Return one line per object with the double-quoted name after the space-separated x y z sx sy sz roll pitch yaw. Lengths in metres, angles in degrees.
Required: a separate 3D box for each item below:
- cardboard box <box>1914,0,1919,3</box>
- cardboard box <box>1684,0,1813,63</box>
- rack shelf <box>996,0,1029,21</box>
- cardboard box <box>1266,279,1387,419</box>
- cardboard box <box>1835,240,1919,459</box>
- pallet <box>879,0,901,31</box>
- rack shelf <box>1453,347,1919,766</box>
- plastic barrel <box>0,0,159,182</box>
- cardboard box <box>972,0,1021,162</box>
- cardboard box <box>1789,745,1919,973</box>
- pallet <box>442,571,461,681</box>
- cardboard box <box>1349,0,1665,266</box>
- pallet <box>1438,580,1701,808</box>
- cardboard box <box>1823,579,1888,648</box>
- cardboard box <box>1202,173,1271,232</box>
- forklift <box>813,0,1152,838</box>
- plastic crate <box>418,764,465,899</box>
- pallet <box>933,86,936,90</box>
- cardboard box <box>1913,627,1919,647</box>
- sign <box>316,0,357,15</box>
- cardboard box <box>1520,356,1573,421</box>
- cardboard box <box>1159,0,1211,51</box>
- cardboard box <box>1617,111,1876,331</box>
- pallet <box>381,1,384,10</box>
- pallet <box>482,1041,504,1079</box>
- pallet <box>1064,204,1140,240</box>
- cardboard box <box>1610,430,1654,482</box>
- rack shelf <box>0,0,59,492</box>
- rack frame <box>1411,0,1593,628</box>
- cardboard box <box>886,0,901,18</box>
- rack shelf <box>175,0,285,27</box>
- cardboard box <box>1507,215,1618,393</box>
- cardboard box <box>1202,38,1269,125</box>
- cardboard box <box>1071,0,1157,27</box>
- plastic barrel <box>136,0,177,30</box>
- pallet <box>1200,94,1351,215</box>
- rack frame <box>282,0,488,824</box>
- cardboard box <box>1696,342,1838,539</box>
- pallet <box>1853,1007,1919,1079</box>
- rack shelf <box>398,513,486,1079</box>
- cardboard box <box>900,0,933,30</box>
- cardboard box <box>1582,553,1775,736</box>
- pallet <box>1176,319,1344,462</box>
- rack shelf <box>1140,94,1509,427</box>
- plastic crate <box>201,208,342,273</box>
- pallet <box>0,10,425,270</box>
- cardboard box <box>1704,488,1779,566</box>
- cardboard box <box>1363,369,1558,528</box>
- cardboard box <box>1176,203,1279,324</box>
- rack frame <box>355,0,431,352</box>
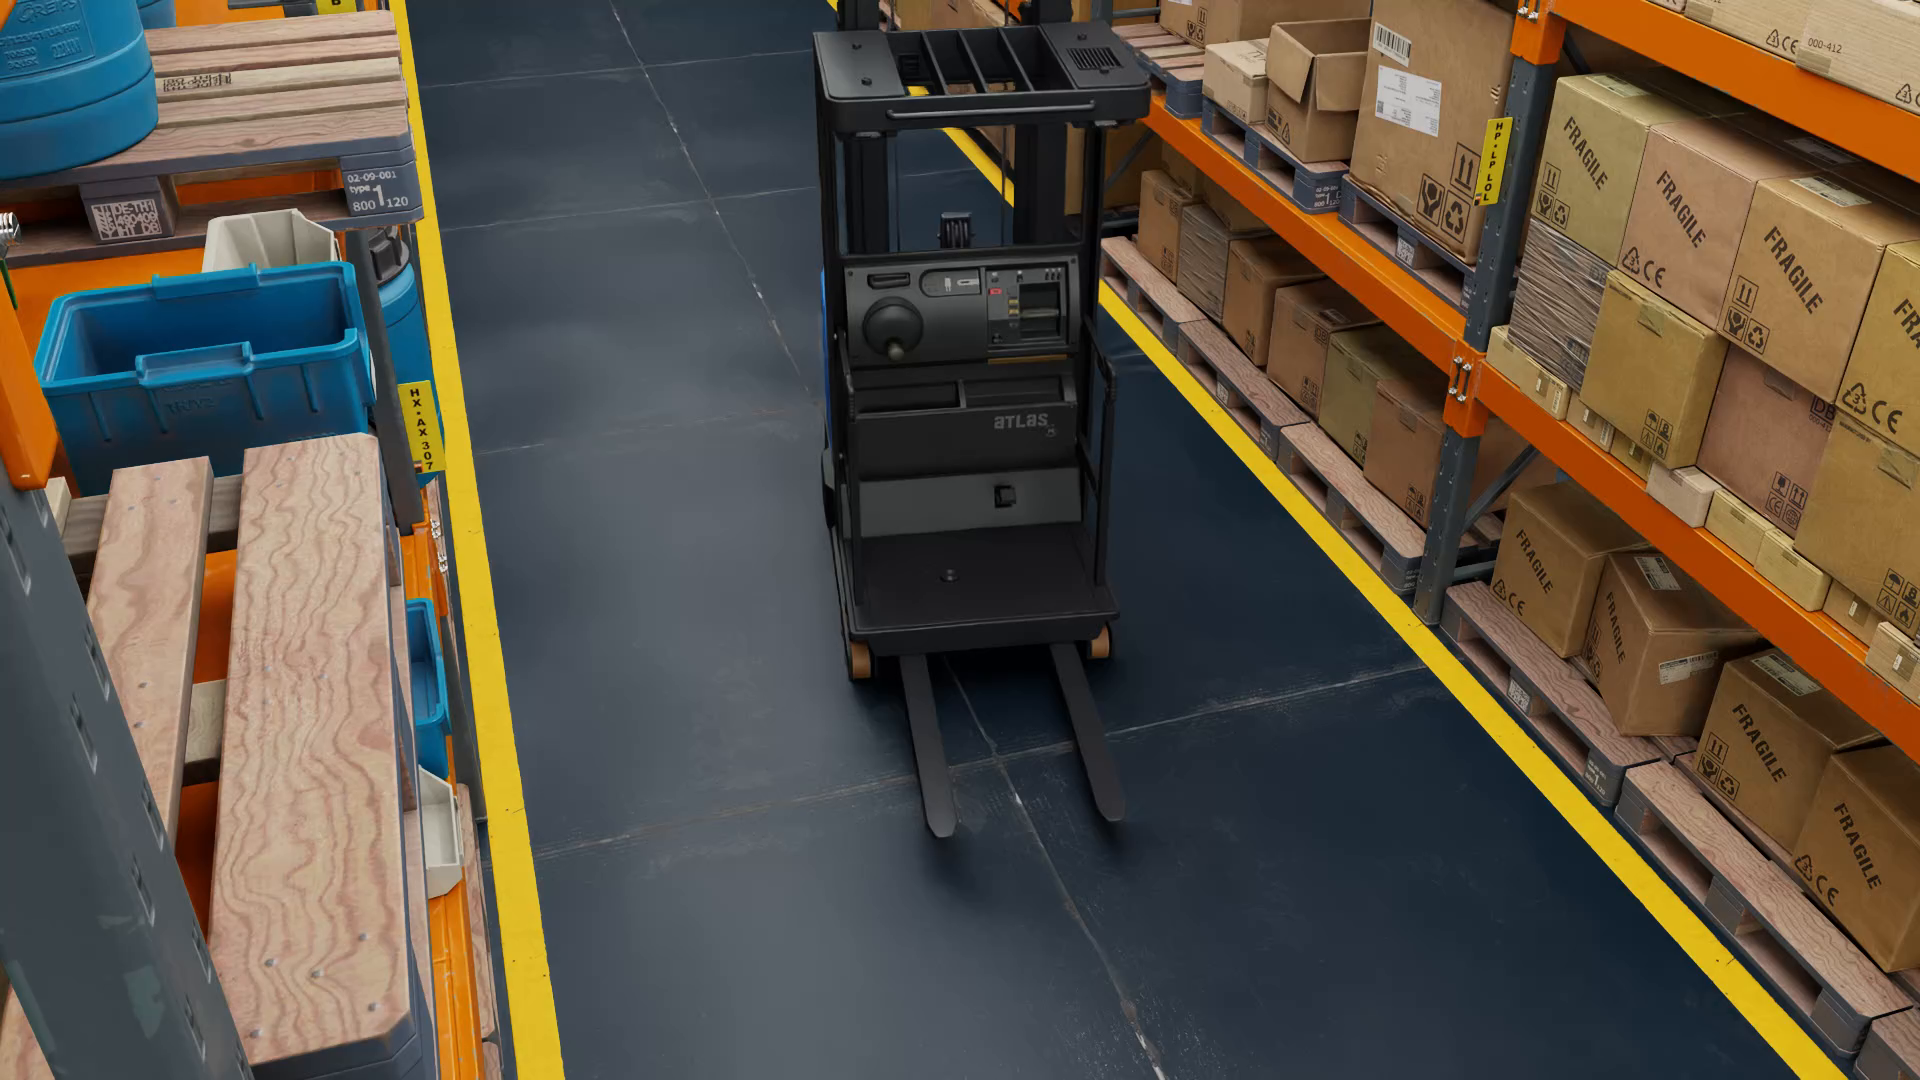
2.709 -1.444 4.268 0.380 0.149 0.250 -11 35 -16 "cardboard box"
2.530 -1.622 4.899 0.500 0.250 0.500 -10 35 -15 "cardboard box"
0.640 -3.840 11.492 1.077 0.370 4.000 -10 35 -15 "rack shelf"
2.005 -1.003 8.416 0.700 0.500 0.500 -13 36 -19 "cardboard box"
2.834 -0.508 4.530 0.500 0.500 0.500 -10 35 -15 "cardboard box"
-0.127 -4.439 14.276 1.003 0.211 1.213 -10 35 -15 "pallet"
3.080 0.361 5.136 1.077 0.370 4.000 -10 35 -15 "rack shelf"
-2.045 -1.252 3.367 0.600 0.901 0.708 -10 35 -15 "plastic barrel"
0.795 -3.213 11.439 1.225 0.875 0.875 -10 35 -15 "cardboard box"
3.128 1.008 5.391 0.500 0.500 0.500 -7 34 -10 "cardboard box"
-2.523 0.601 6.649 1.003 0.211 1.213 -10 35 -15 "pallet"
2.361 -1.856 6.912 1.000 1.000 1.000 -10 35 -14 "cardboard box"
2.709 0.521 6.771 1.003 0.211 1.213 -10 35 -15 "pallet"
2.839 0.188 4.973 0.380 0.149 0.250 -10 35 -15 "cardboard box"
1.655 -1.920 9.122 0.500 0.250 0.500 -6 34 -9 "cardboard box"
0.045 -0.855 6.385 1.130 2.935 3.031 -4 34 -6 "forklift"
-1.510 0.763 4.113 0.530 0.136 0.437 -10 35 -15 "plastic crate"
0.337 -3.634 13.058 1.003 0.211 1.213 -10 35 -15 "pallet"
3.171 0.139 4.458 0.875 0.500 0.500 -10 35 -15 "cardboard box"
-1.719 -1.498 4.568 0.100 0.325 0.005 -10 35 -15 "sign"
2.313 -0.588 6.147 0.380 0.149 0.250 -10 35 -15 "cardboard box"
1.453 -3.030 9.143 0.500 0.500 0.500 -14 36 -21 "cardboard box"
2.519 -1.031 5.322 0.500 0.500 0.500 -10 35 -15 "cardboard box"
-5.324 -4.215 13.937 1.003 0.211 1.213 -10 35 -15 "pallet"
-1.706 2.008 4.520 1.003 0.211 1.213 -10 35 -15 "pallet"
1.081 -2.353 11.119 1.003 0.211 1.213 -10 35 -15 "pallet"
2.501 -0.332 5.759 0.380 0.149 0.250 -10 35 -15 "cardboard box"
-1.637 -1.142 2.332 1.077 0.370 4.000 -10 35 -15 "rack shelf"
2.470 -0.990 6.527 1.000 3.000 0.127 -10 35 -15 "rack frame"
-0.095 -4.838 13.898 0.875 0.875 0.875 -10 35 -15 "cardboard box"
-2.857 -2.158 6.227 1.077 0.370 4.000 -10 35 -15 "rack shelf"
2.549 -0.909 6.044 0.875 0.500 0.500 -10 35 -15 "cardboard box"
1.542 -2.284 8.240 0.500 0.250 0.500 -11 35 -16 "cardboard box"
0.864 -3.349 10.006 0.500 0.500 0.500 -9 35 -13 "cardboard box"
-2.608 -1.848 4.650 0.600 0.901 0.708 -10 35 -15 "plastic barrel"
1.893 -1.977 8.195 1.003 0.211 1.213 -10 35 -15 "pallet"
-2.247 -0.157 5.266 1.000 3.000 0.127 -10 35 -15 "rack frame"
2.916 -0.395 5.266 0.875 0.500 0.500 -10 35 -15 "cardboard box"
3.453 1.802 4.832 1.003 0.211 1.213 -10 35 -15 "pallet"
-1.637 1.194 3.875 1.077 0.370 4.000 -10 35 -15 "rack shelf"
0.244 -4.146 12.850 1.225 0.875 0.875 -10 35 -15 "cardboard box"
2.736 0.394 6.319 0.500 0.500 0.500 0 33 1 "cardboard box"
1.856 -0.876 8.885 1.003 0.211 1.213 -10 35 -15 "pallet"
1.860 -1.739 8.314 1.077 0.370 4.000 -10 35 -15 "rack shelf"
-1.372 -0.523 3.339 0.243 0.136 0.396 -10 35 -15 "plastic crate"
-1.934 -0.967 3.943 1.213 0.211 1.003 -10 35 -15 "pallet"
2.654 -0.069 5.362 0.380 0.149 0.250 -10 35 -15 "cardboard box"
2.303 -0.456 7.588 0.700 0.500 0.500 -13 36 -18 "cardboard box"
1.655 -1.593 9.308 0.700 0.500 0.500 -13 36 -19 "cardboard box"
-3.467 -2.257 8.444 1.000 3.000 0.127 -10 35 -15 "rack frame"
